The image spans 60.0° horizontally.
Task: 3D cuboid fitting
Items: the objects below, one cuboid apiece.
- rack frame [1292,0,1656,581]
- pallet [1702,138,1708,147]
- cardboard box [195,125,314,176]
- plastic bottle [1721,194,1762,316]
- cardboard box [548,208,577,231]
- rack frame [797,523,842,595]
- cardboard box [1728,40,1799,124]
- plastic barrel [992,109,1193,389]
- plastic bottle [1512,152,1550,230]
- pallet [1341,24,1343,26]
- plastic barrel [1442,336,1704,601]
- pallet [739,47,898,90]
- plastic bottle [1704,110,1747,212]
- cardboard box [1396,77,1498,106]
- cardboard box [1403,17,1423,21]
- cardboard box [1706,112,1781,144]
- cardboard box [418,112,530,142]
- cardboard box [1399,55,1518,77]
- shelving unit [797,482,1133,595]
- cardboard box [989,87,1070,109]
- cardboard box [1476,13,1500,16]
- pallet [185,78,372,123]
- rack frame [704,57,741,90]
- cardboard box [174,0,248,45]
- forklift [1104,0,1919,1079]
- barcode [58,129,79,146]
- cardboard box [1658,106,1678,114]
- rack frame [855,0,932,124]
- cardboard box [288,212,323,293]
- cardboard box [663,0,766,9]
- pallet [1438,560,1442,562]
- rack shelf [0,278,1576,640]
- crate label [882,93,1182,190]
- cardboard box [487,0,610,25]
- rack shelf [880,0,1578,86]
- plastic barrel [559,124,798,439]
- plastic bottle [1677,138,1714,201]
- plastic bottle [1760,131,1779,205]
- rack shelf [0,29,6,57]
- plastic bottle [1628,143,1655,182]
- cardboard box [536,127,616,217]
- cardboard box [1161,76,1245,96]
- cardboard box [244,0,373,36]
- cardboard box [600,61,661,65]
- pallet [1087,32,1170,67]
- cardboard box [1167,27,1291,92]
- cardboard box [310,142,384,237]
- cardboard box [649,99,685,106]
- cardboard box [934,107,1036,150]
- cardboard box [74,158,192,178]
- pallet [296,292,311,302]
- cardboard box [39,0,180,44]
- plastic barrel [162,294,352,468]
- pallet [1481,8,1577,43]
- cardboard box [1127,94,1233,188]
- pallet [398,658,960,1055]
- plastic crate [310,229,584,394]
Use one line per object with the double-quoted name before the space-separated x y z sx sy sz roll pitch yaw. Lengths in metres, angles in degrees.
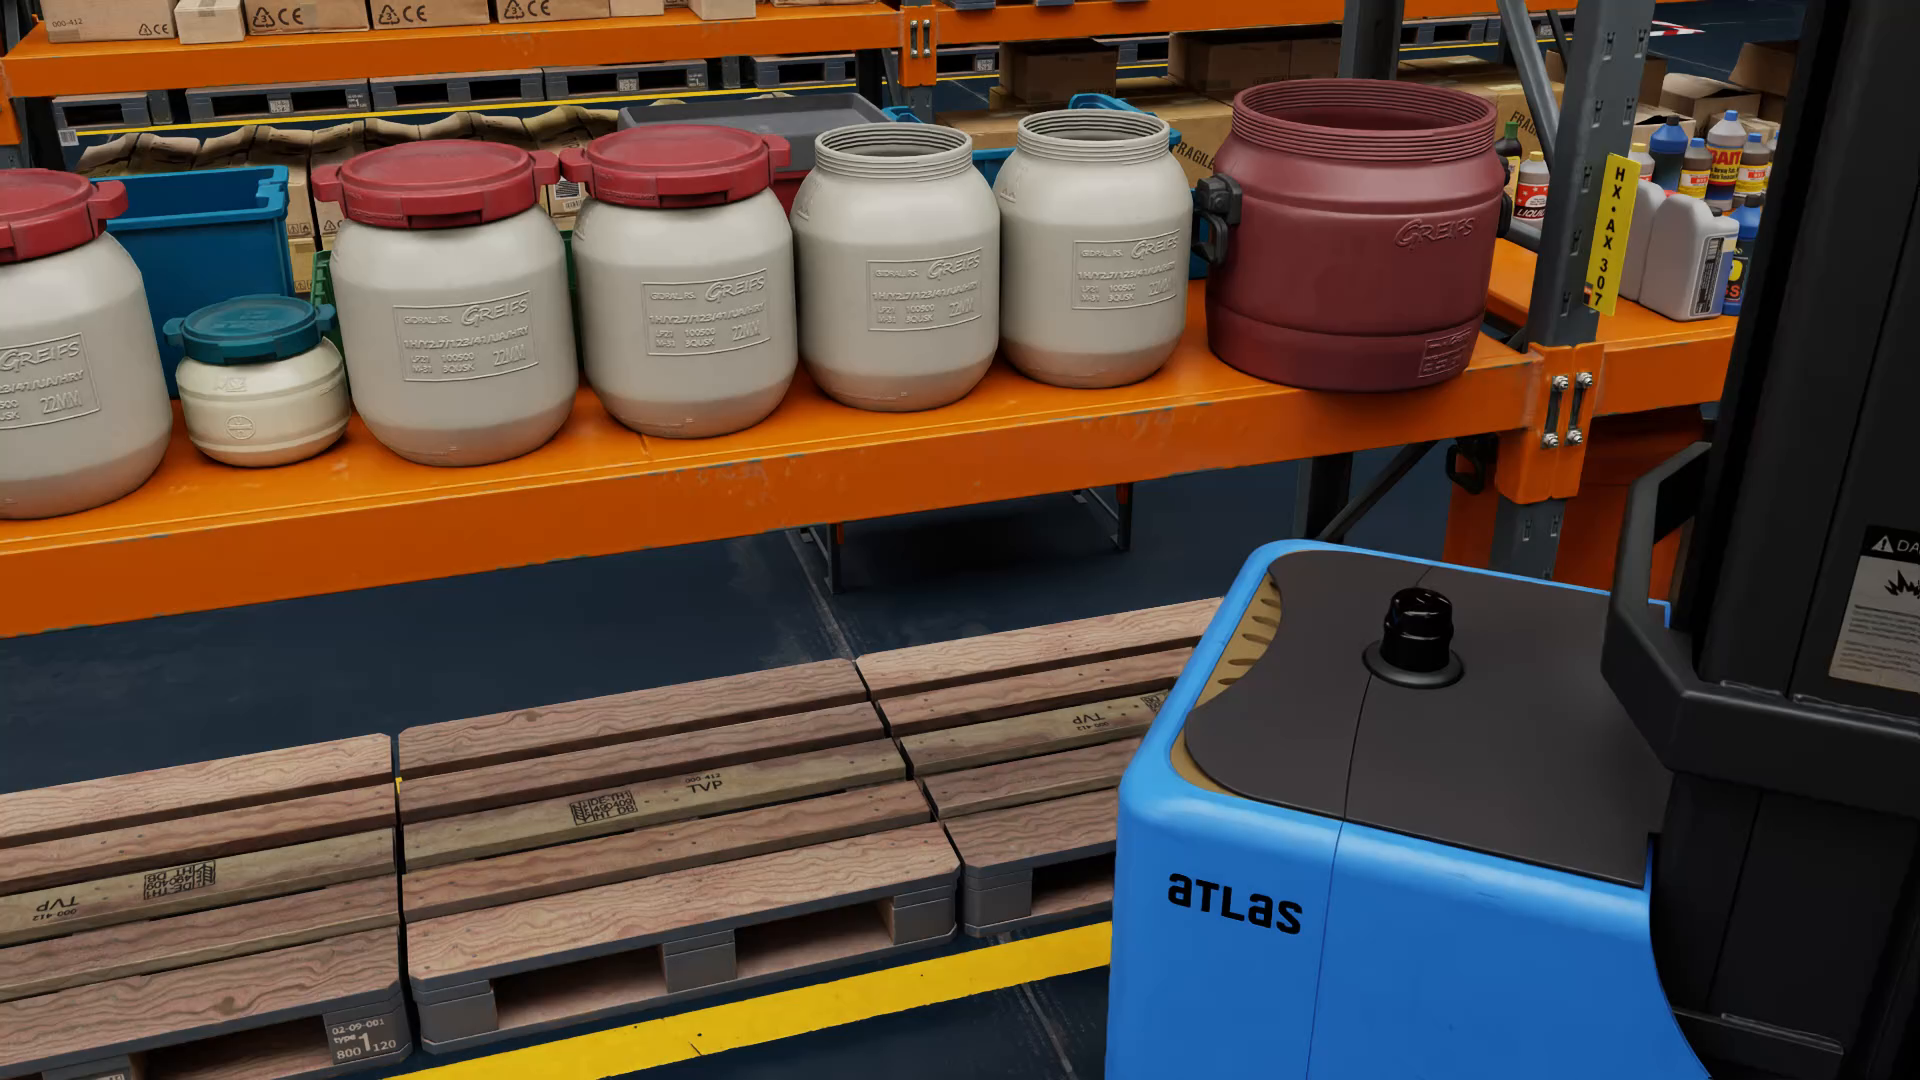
"rack frame" 1.183 -0.795 3.977 0.127 3.000 1.000 -8 28 -16
"pallet" 4.109 -2.285 10.116 1.213 0.211 1.003 -8 28 -16
"cardboard box" -3.362 -1.798 7.987 0.500 0.311 0.500 -7 27 -15
"plastic bottle" 1.813 -0.664 3.859 0.097 0.271 0.097 0 26 0
"cardboard box" -1.740 -1.530 8.078 0.500 0.250 0.500 -8 27 -15
"rack frame" -0.477 -0.435 5.361 0.032 1.125 0.500 -8 28 -16
"cardboard box" 5.241 -2.780 10.289 0.637 0.503 0.797 -8 28 -16
"plastic barrel" 0.271 -0.613 3.485 0.421 0.512 0.421 0 26 0
"plastic bottle" 1.551 -0.950 4.513 0.097 0.201 0.097 0 26 0
"pallet" 2.666 -4.357 14.288 1.213 0.211 1.003 -8 28 -16
"plastic barrel" 1.643 -0.085 4.517 0.708 0.830 0.600 -8 28 -16
"pallet" -1.112 -3.811 13.189 1.213 0.211 1.003 -8 28 -16
"plastic bottle" 2.140 -1.067 4.670 0.097 0.271 0.097 0 26 0
"cardboard box" 2.603 -2.264 9.253 0.500 0.500 0.500 -8 28 -16
"cardboard box" 3.629 -4.800 14.384 0.500 0.500 0.700 -8 27 -15
"cardboard box" 4.741 -2.458 10.019 0.250 0.166 0.380 -8 28 -16
"cardboard box" -2.408 -1.933 8.259 0.500 0.311 0.500 -9 28 -17
"cardboard box" 2.920 -2.554 9.838 0.500 0.500 0.500 -10 28 -18
"shelving unit" 0.006 -0.505 5.502 1.048 1.125 0.538 -8 28 -16
"cardboard box" 0.469 -2.195 9.114 0.500 0.500 0.500 -7 27 -14
"cardboard box" 4.611 -4.946 14.678 0.500 0.500 0.700 -8 28 -16
"pallet" -4.949 -3.291 12.142 1.213 0.211 1.003 -8 28 -16
"rack frame" -1.885 -4.983 12.415 0.127 3.000 1.000 -8 28 -16
"cardboard box" -3.245 -2.262 7.215 0.250 0.149 0.380 -8 28 -16
"forklift" 1.804 0.079 2.295 3.031 2.935 1.130 10 28 20
"barcode" -3.779 -1.705 7.048 0.075 0.075 0.001 -8 28 -16
"cardboard box" 4.248 -2.636 10.397 0.250 0.149 0.380 -8 28 -16
"rack frame" -0.347 -2.889 8.197 0.127 3.000 1.000 -8 28 -16
"cardboard box" -3.204 -1.316 7.647 0.500 0.250 0.500 -8 27 -15
"cardboard box" -1.258 -2.808 8.133 0.500 0.311 0.500 -9 28 -17
"pallet" 1.920 0.328 4.851 1.213 0.211 1.003 -8 28 -16
"rack shelf" -0.719 -0.197 3.582 4.000 0.370 1.077 -8 28 -16
"crate label" 0.154 -0.788 3.924 0.616 0.435 0.502 -8 28 -16
"cardboard box" -1.938 -2.696 7.695 0.500 0.500 0.500 -10 28 -19
"rack shelf" 1.554 -2.843 8.912 4.000 0.370 1.077 -8 28 -16
"plastic barrel" -0.534 -0.504 3.240 0.433 0.535 0.433 0 26 0
"plastic bottle" 2.048 -1.022 4.658 0.097 0.201 0.097 0 26 0
"plastic bottle" 2.326 -1.062 4.739 0.097 0.201 0.097 0 26 0
"rack shelf" -6.053 -1.741 6.692 4.000 0.370 1.077 -8 28 -16
"plastic bottle" 1.863 -0.995 4.604 0.097 0.201 0.097 0 26 0
"cardboard box" -1.742 -1.778 7.948 0.500 0.311 0.500 -8 28 -16
"cardboard box" 1.458 -2.341 9.408 0.500 0.500 0.500 -9 28 -18
"cardboard box" -2.915 -2.555 7.410 0.500 0.500 0.500 -6 27 -12
"cardboard box" -2.553 -3.940 12.629 0.500 0.500 0.700 -8 27 -15
"pallet" 1.208 -4.147 13.866 1.213 0.211 1.003 -8 28 -16
"cardboard box" 1.493 -2.683 9.254 0.500 0.250 0.500 -9 28 -17
"cardboard box" -2.711 -1.636 7.662 0.500 0.311 0.500 -9 28 -18
"cardboard box" -1.433 -2.073 8.542 0.500 0.311 0.500 -9 28 -17
"cardboard box" 0.174 -1.909 8.538 0.500 0.500 0.500 -7 27 -14
"cardboard box" -3.681 -1.498 7.383 0.500 0.311 0.500 -8 28 -16
"pallet" -3.462 -1.208 7.945 1.213 0.211 1.003 -8 28 -16
"cardboard box" -3.696 -2.358 7.294 0.500 0.250 0.500 -7 27 -13
"plastic barrel" -1.314 -0.299 3.135 0.301 0.262 0.301 0 26 0
"pallet" 4.986 -4.693 14.965 1.213 0.211 1.003 -8 28 -16
"cardboard box" 1.148 -2.050 8.823 0.500 0.500 0.500 -9 28 -17
"pallet" -0.724 0.711 4.080 1.213 0.211 1.003 -8 28 -16
"plastic crate" -1.052 -0.508 3.638 0.662 0.188 0.450 -8 28 -16
